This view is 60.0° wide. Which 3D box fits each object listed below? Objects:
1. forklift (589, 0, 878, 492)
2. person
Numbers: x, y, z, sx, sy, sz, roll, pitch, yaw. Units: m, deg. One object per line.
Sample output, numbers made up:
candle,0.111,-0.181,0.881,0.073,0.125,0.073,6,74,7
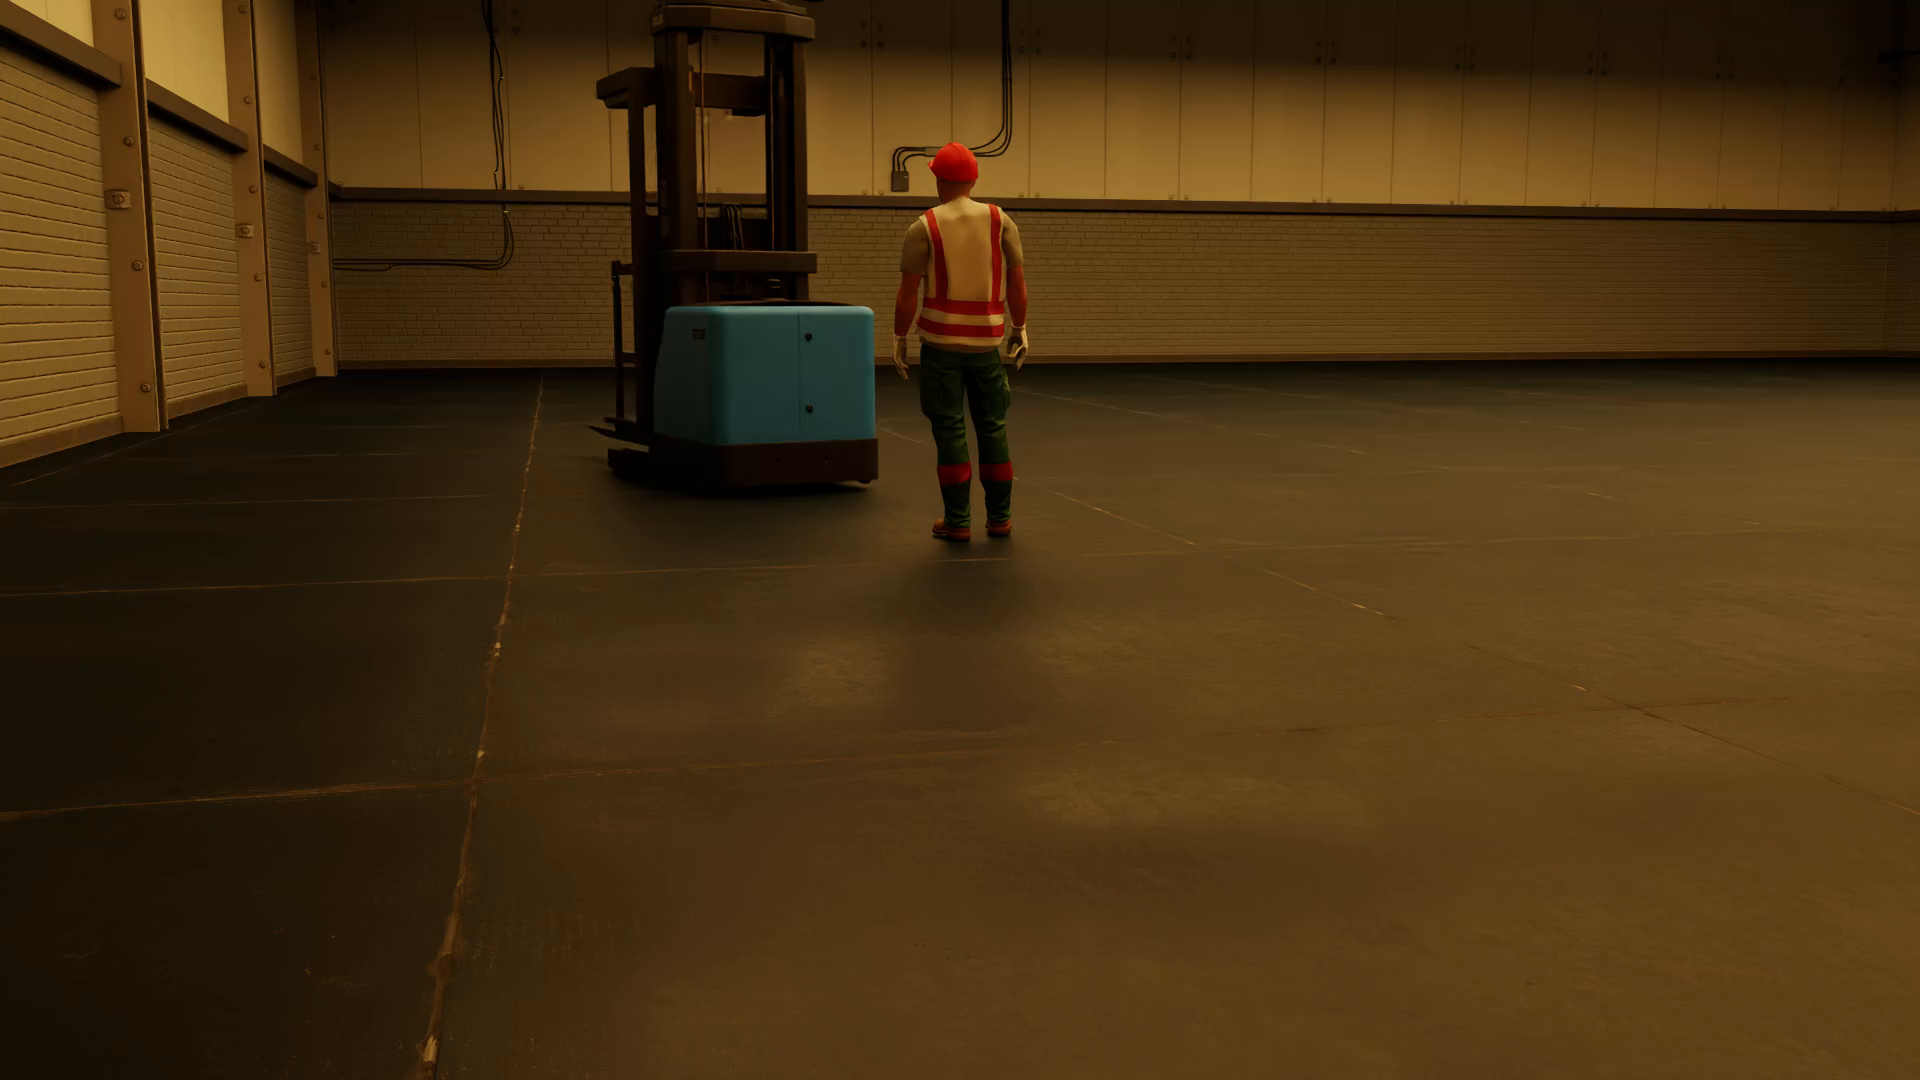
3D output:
forklift,-1.633,-1.885,10.601,1.130,2.935,3.031,-4,9,-29
person,-0.007,-0.905,7.663,0.637,1.790,0.562,-2,8,-13
